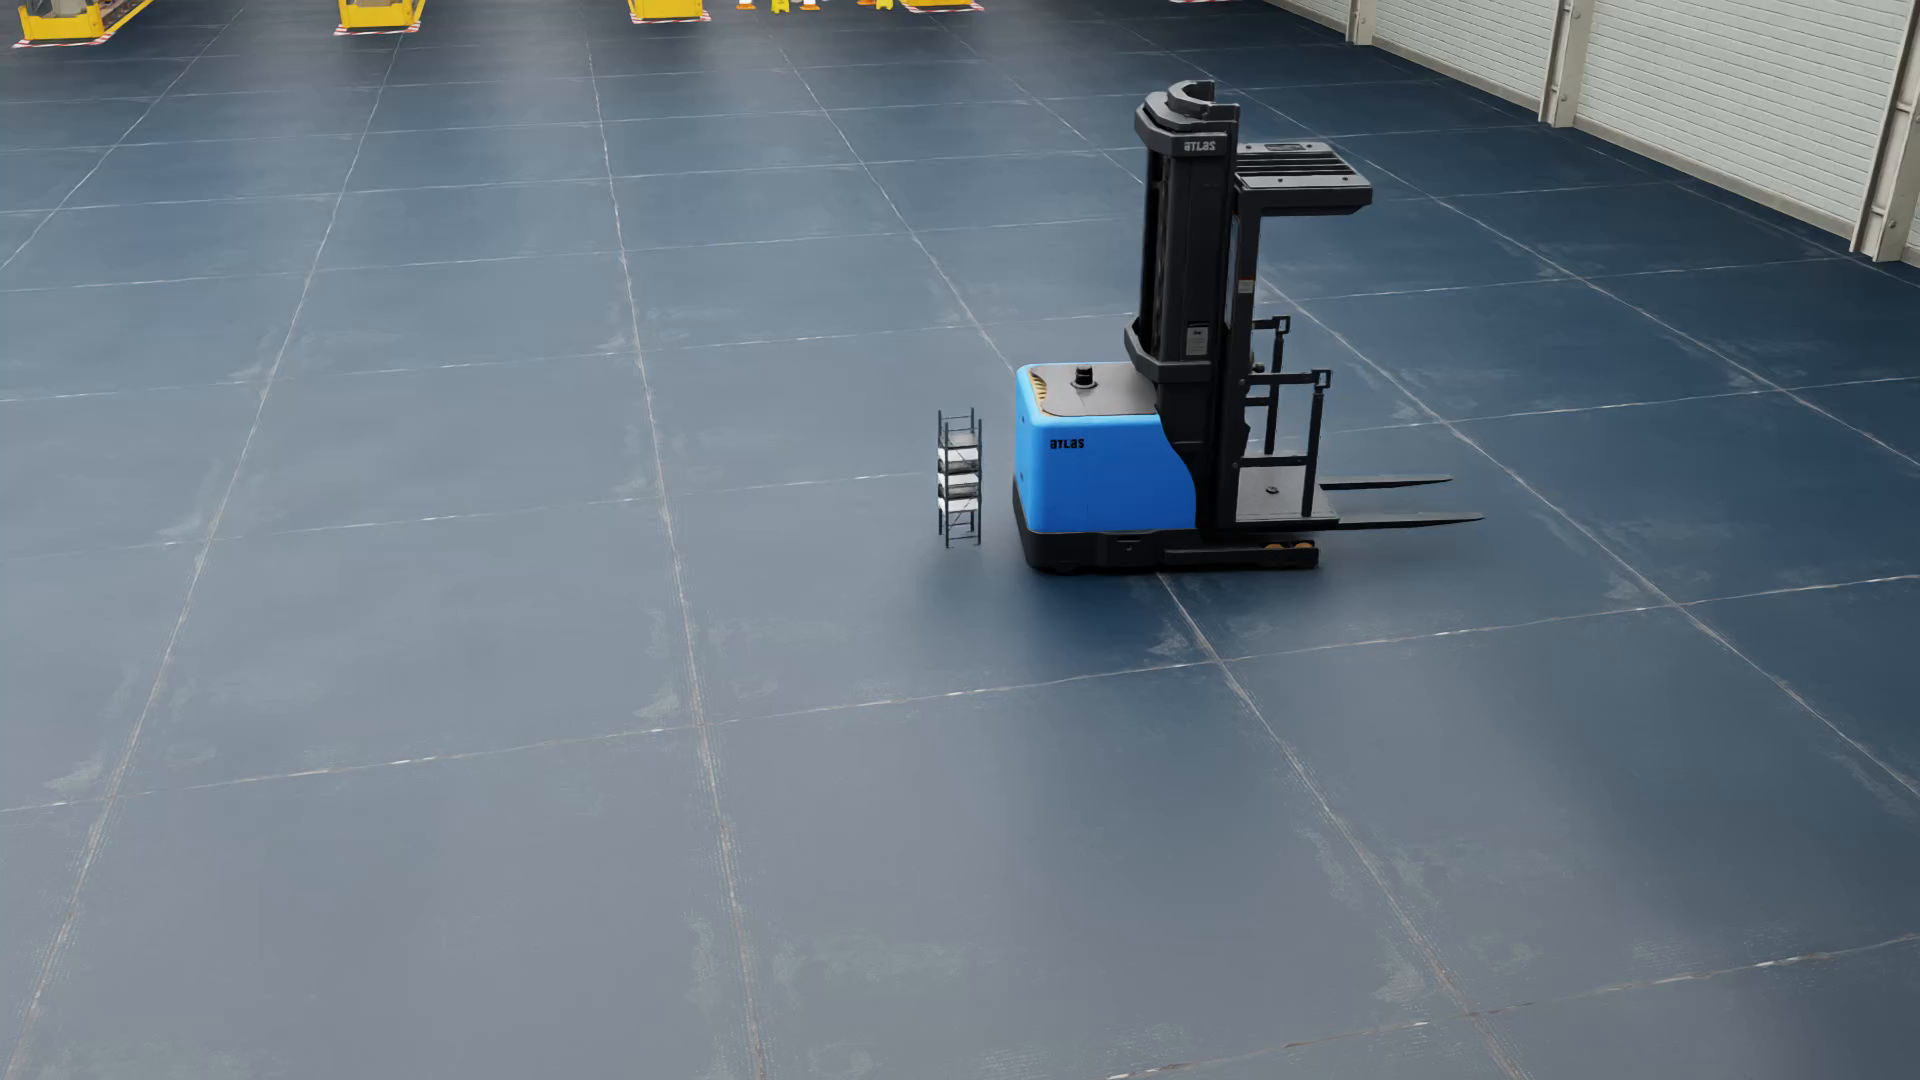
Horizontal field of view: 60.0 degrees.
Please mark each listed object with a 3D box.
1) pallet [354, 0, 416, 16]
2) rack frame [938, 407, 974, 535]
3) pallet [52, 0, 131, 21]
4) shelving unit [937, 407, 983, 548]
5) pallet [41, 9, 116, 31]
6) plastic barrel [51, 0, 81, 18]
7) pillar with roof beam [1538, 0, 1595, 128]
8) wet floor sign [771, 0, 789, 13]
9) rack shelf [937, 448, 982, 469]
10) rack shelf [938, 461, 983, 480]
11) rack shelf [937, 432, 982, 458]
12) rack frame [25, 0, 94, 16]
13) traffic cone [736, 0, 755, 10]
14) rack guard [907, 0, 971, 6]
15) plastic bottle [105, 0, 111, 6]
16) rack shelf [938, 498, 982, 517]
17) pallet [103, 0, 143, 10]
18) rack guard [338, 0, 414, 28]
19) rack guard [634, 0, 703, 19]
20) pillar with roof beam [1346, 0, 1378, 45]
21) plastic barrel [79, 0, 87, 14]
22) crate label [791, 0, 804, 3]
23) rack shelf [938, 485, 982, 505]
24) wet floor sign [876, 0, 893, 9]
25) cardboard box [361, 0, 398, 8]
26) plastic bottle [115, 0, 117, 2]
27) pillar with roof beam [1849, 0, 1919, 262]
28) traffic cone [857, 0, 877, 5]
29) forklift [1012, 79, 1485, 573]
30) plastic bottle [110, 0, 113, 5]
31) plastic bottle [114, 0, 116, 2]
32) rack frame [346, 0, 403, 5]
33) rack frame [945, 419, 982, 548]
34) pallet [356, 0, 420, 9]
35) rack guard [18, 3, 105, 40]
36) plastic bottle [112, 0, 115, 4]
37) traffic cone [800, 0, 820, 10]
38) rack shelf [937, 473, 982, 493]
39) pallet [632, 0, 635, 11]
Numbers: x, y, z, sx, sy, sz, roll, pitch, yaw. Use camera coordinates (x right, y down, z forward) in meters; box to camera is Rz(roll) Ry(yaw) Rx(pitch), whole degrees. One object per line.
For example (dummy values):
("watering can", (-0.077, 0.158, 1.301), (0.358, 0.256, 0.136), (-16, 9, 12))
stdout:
("pallet", (-10.192, -9.356, 29.398), (1.003, 0.211, 1.213), (-6, 27, -12))
("rack frame", (-0.025, -0.450, 10.989), (0.240, 0.900, 0.006), (-6, 27, -12))
("pallet", (-15.364, -9.380, 29.445), (1.003, 0.211, 1.213), (-6, 27, -12))
("shelving unit", (-0.002, -0.405, 10.901), (0.258, 0.900, 0.210), (-6, 27, -12))
("pallet", (-15.093, -8.845, 28.386), (1.003, 0.211, 1.213), (-6, 27, -12))
("plastic barrel", (-15.075, -9.062, 28.017), (0.421, 0.512, 0.421), (0, 27, 0))
("pillar with roof beam", (3.695, -9.089, 19.118), (9.100, 9.000, 0.400), (-6, 27, -12))
("wet floor sign", (-3.235, -9.804, 29.804), (0.267, 0.644, 0.232), (-11, 29, -20))
("rack shelf", (-0.002, -0.536, 10.835), (0.258, 0.077, 0.200), (-6, 27, -12))
("rack shelf", (-0.002, -0.456, 10.875), (0.258, 0.077, 0.200), (-6, 27, -12))
("rack shelf", (-0.002, -0.617, 10.794), (0.258, 0.077, 0.200), (-6, 27, -12))
("rack frame", (-14.852, -9.704, 26.994), (1.000, 3.000, 0.127), (-6, 27, -12))
("traffic cone", (-3.907, -9.911, 30.219), (0.336, 0.463, 0.334), (-6, 27, -12))
("rack guard", (-0.388, -10.131, 30.613), (1.175, 0.500, 0.348), (-6, 27, -12))
("plastic bottle", (-14.957, -9.510, 29.149), (0.097, 0.271, 0.097), (0, 27, 0))
("rack shelf", (-0.002, -0.215, 10.997), (0.258, 0.077, 0.200), (-6, 27, -12))
("pallet", (-15.642, -9.916, 30.509), (1.003, 0.211, 1.213), (-6, 27, -12))
("rack guard", (-10.043, -9.125, 28.620), (1.175, 0.500, 0.348), (-6, 27, -12))
("rack guard", (-5.166, -9.540, 29.443), (1.175, 0.500, 0.348), (-6, 27, -12))
("pillar with roof beam", (2.343, -11.723, 24.336), (9.100, 9.000, 0.400), (-6, 27, -12))
("plastic barrel", (-15.188, -9.282, 28.453), (0.421, 0.512, 0.421), (0, 27, 0))
("crate label", (-2.967, -10.070, 30.896), (0.250, 0.136, 0.298), (-23, 35, -38))
("rack shelf", (-0.002, -0.295, 10.956), (0.258, 0.077, 0.200), (-6, 27, -12))
("wet floor sign", (-1.371, -9.970, 30.134), (0.267, 0.644, 0.232), (3, 27, 6))
("cardboard box", (-10.151, -9.555, 29.005), (0.500, 0.500, 0.500), (-1, 27, -2))
("plastic bottle", (-15.057, -9.705, 29.534), (0.097, 0.271, 0.097), (0, 27, 0))
("pillar with roof beam", (5.047, -6.455, 13.899), (9.100, 9.000, 0.400), (-6, 27, -12))
("traffic cone", (-1.725, -10.139, 30.670), (0.336, 0.463, 0.334), (-6, 27, -12))
("forklift", (1.903, -1.353, 10.524), (3.031, 2.935, 1.130), (-2, 27, -4))
("plastic bottle", (-14.980, -9.524, 29.255), (0.097, 0.201, 0.097), (0, 27, 0))
("plastic bottle", (-15.034, -9.661, 29.447), (0.097, 0.271, 0.097), (0, 27, 0))
("rack frame", (-10.026, -10.207, 27.990), (1.000, 3.000, 0.127), (-6, 27, -12))
("rack frame", (0.021, -0.361, 10.812), (0.240, 0.900, 0.006), (-6, 27, -12))
("pallet", (-10.463, -9.890, 30.457), (1.003, 0.211, 1.213), (-6, 27, -12))
("rack guard", (-14.915, -8.617, 27.614), (1.175, 0.500, 0.348), (-6, 27, -12))
("plastic bottle", (-14.990, -9.617, 29.347), (0.061, 0.283, 0.133), (-5, 27, -11))
("traffic cone", (-2.730, -9.877, 30.151), (0.336, 0.463, 0.334), (-6, 27, -12))
("rack shelf", (-0.002, -0.376, 10.916), (0.258, 0.077, 0.200), (-6, 27, -12))
("pallet", (-5.427, -9.765, 30.208), (1.003, 0.211, 1.213), (-6, 27, -12))
